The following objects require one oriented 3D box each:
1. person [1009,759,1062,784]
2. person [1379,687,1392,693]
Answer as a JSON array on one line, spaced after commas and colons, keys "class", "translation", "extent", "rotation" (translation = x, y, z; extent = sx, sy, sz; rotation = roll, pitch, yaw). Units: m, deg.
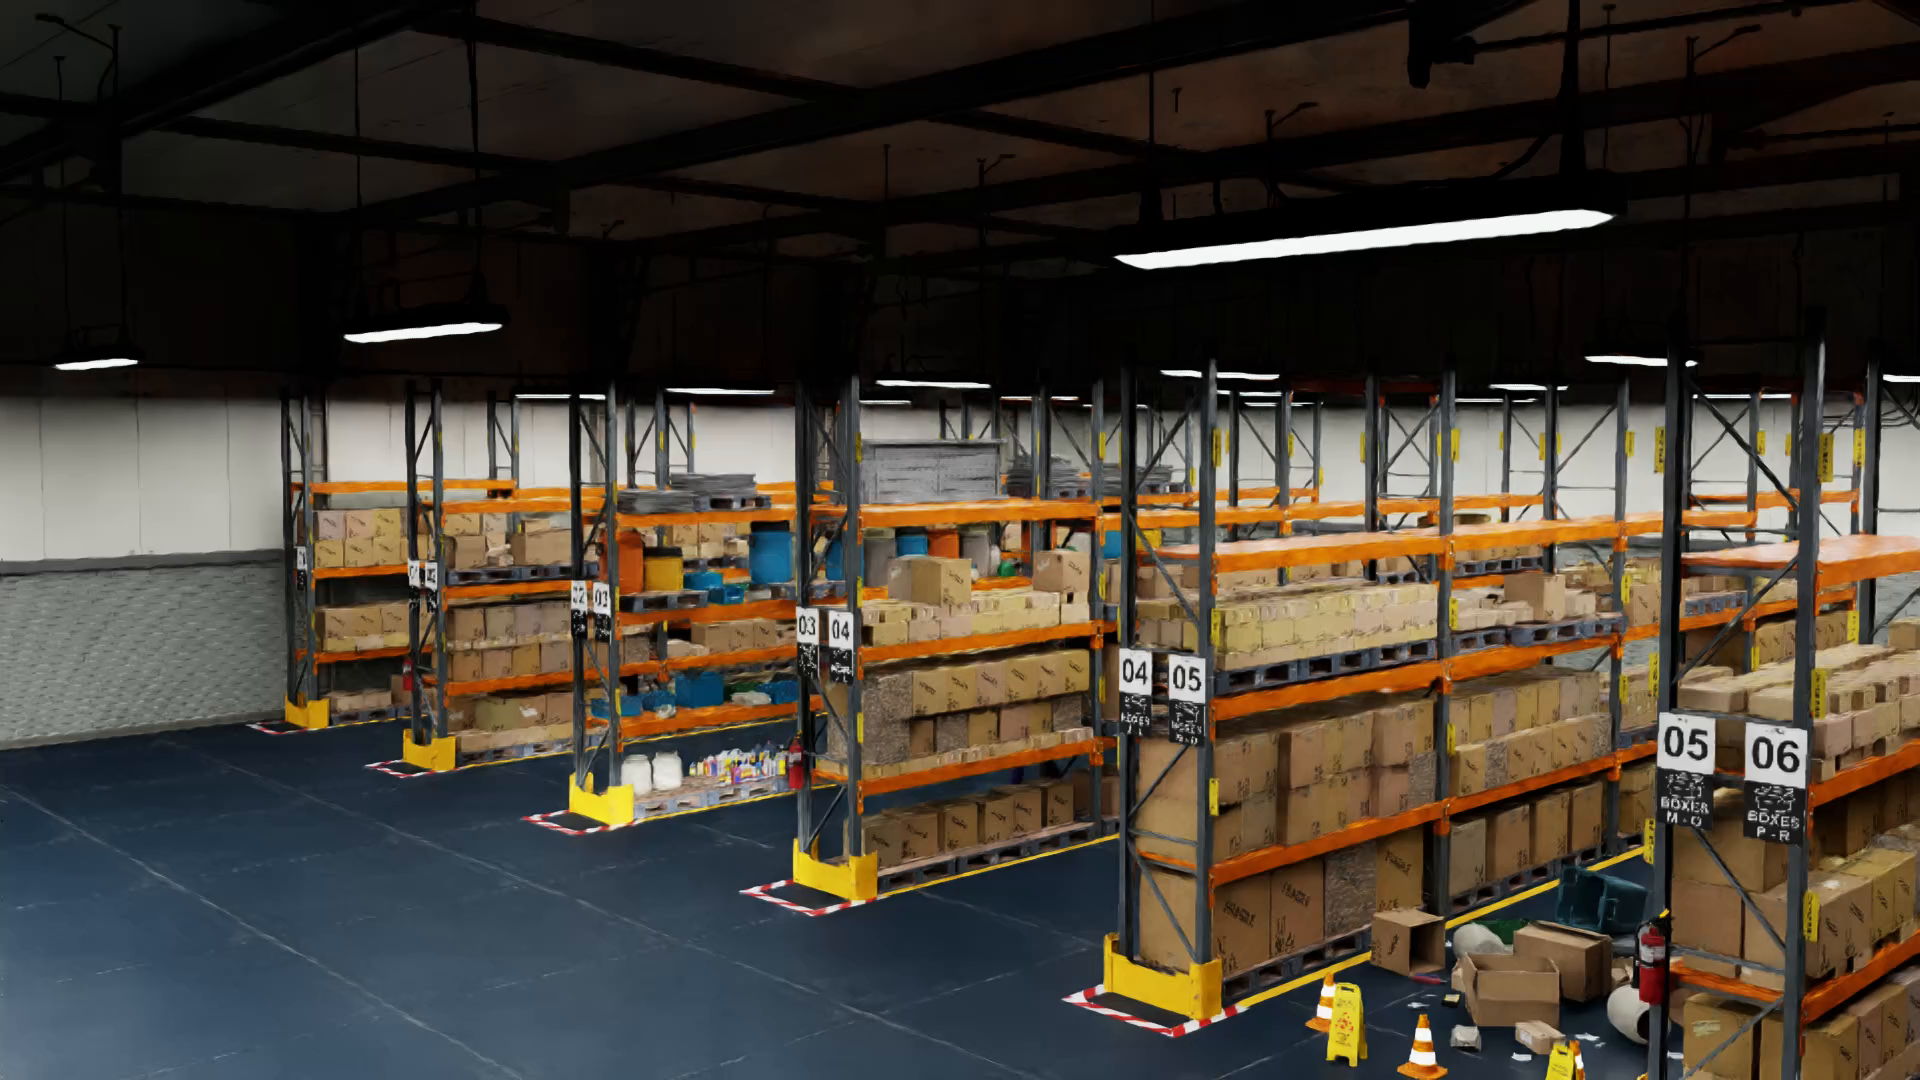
[{"class": "person", "translation": [1.055, 2.852, 23.716], "extent": [0.478, 1.567, 1.083], "rotation": [4, 5, 44]}, {"class": "person", "translation": [5.968, 2.858, 23.123], "extent": [0.534, 1.674, 0.677], "rotation": [-4, 5, -45]}]
